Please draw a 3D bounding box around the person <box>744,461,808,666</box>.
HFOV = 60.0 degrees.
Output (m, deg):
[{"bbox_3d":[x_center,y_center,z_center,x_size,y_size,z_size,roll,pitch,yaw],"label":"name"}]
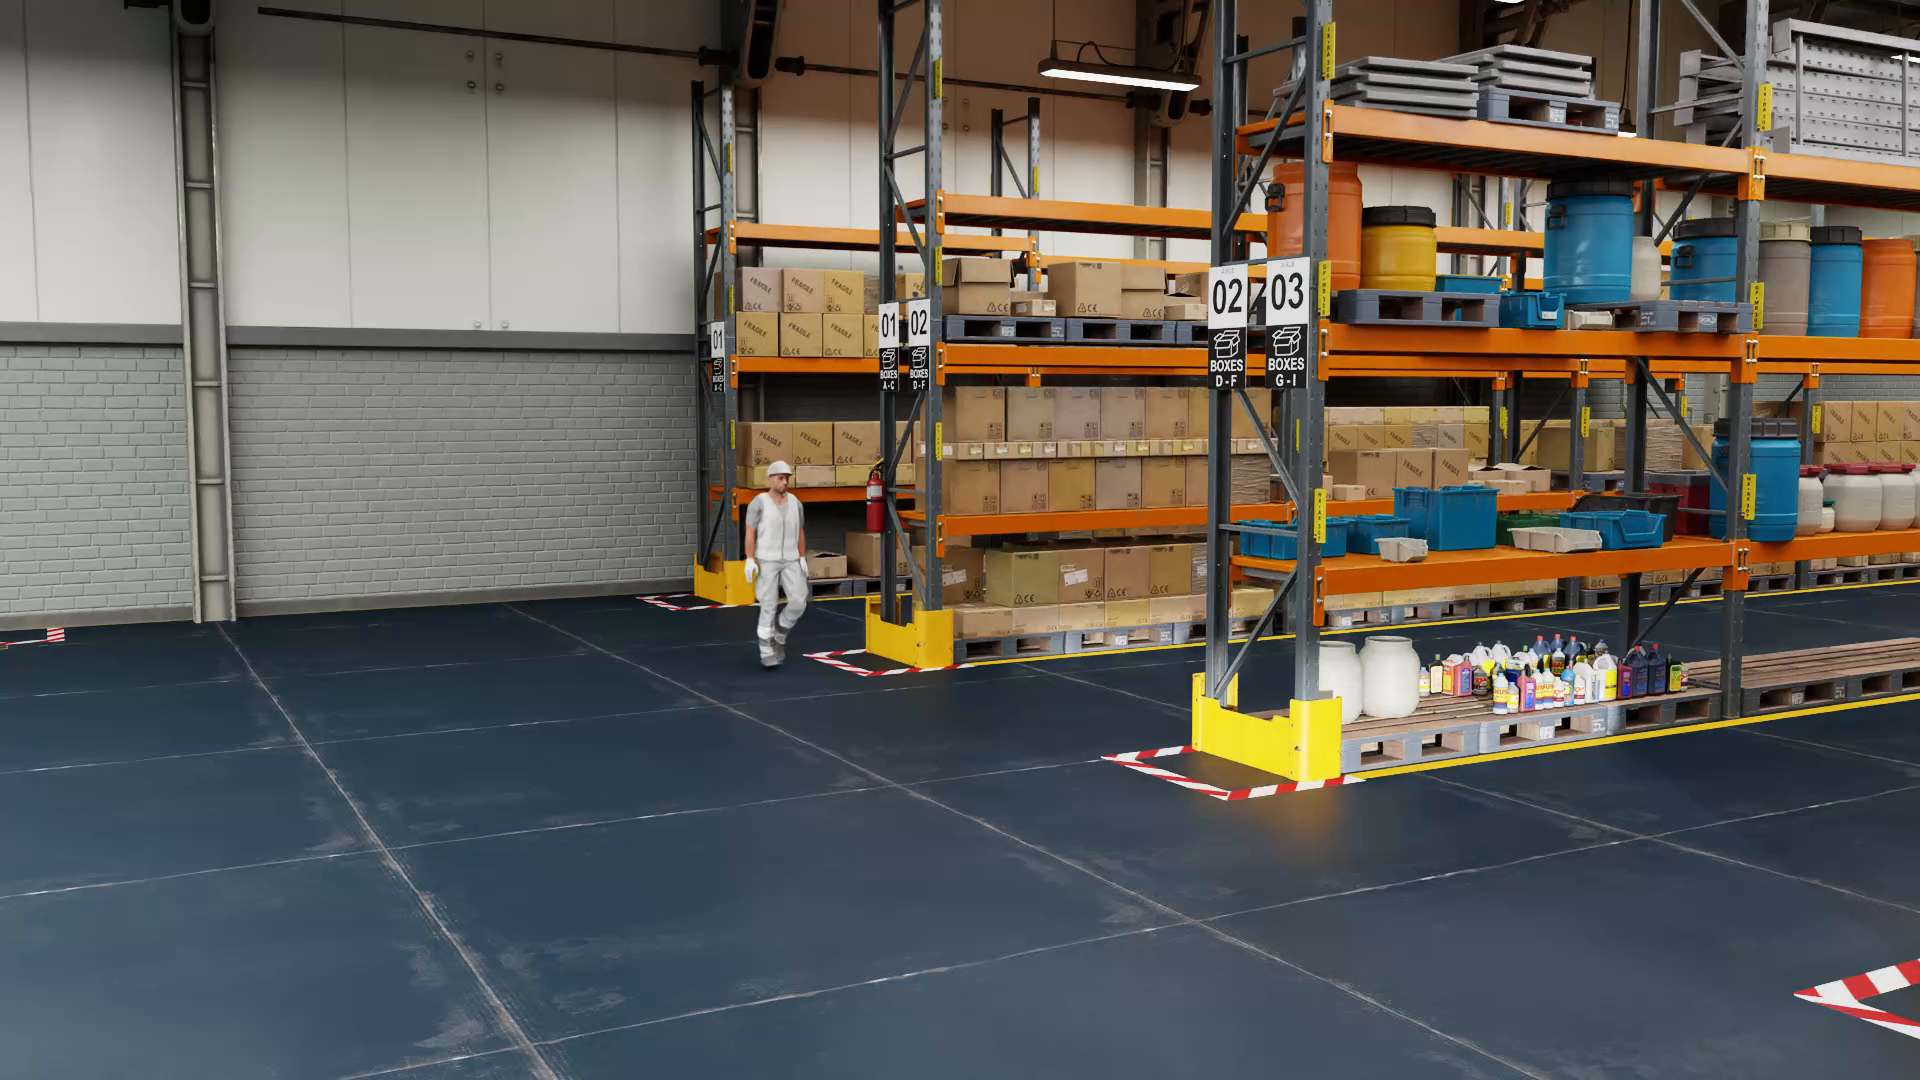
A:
[{"bbox_3d":[-1.576,0.207,14.366,0.618,1.778,0.461,-3,6,-28],"label":"person"}]
